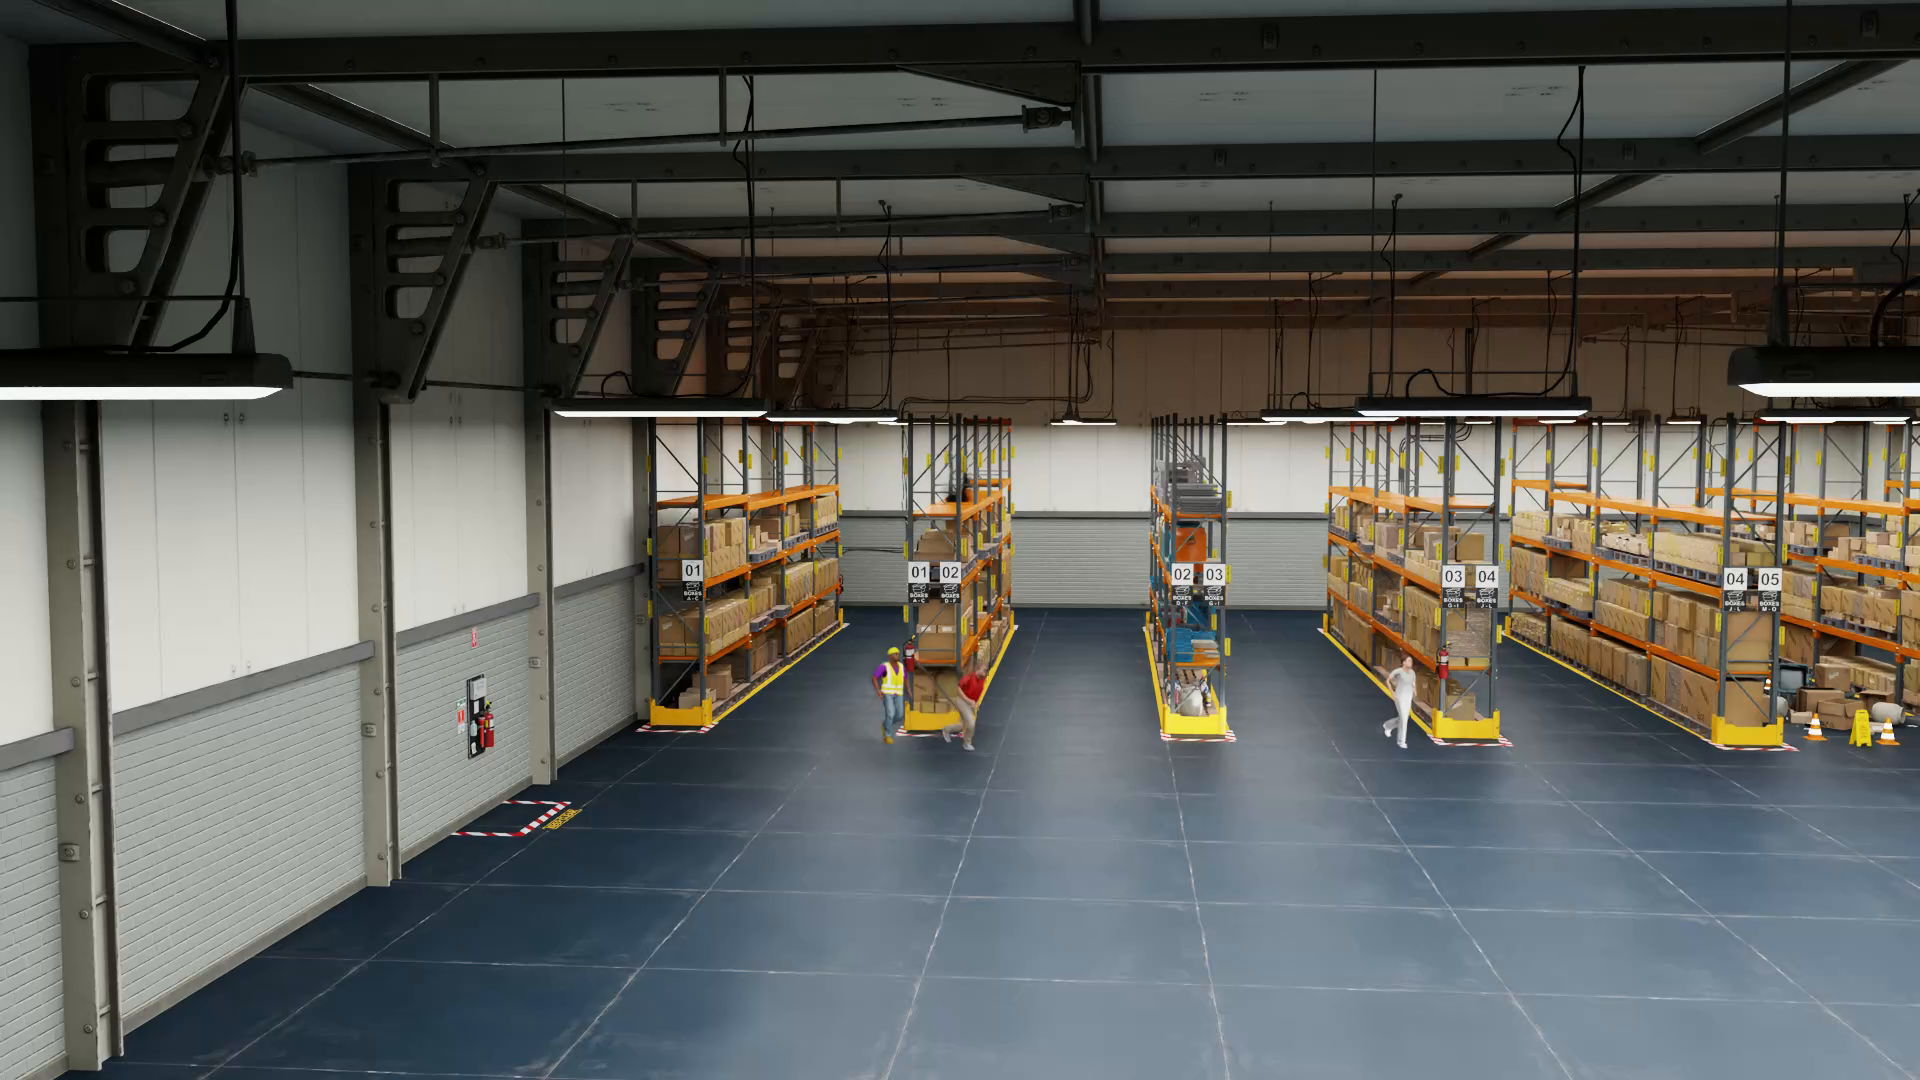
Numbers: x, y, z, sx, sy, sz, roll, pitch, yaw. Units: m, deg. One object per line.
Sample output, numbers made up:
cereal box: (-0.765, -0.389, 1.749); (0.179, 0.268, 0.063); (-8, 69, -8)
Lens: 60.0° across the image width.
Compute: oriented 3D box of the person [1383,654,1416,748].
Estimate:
person: (8.006, 2.896, 30.150); (0.598, 1.666, 0.799); (-2, 4, -23)

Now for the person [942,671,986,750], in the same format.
person: (0.046, 3.035, 29.741); (0.881, 1.471, 0.649); (3, 5, 38)

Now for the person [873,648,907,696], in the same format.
person: (-1.239, 2.427, 30.425); (0.713, 0.909, 0.347); (-2, 4, -29)

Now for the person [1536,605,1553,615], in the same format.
person: (16.663, 1.658, 47.595); (1.022, 1.655, 0.347); (-1, 4, -10)
